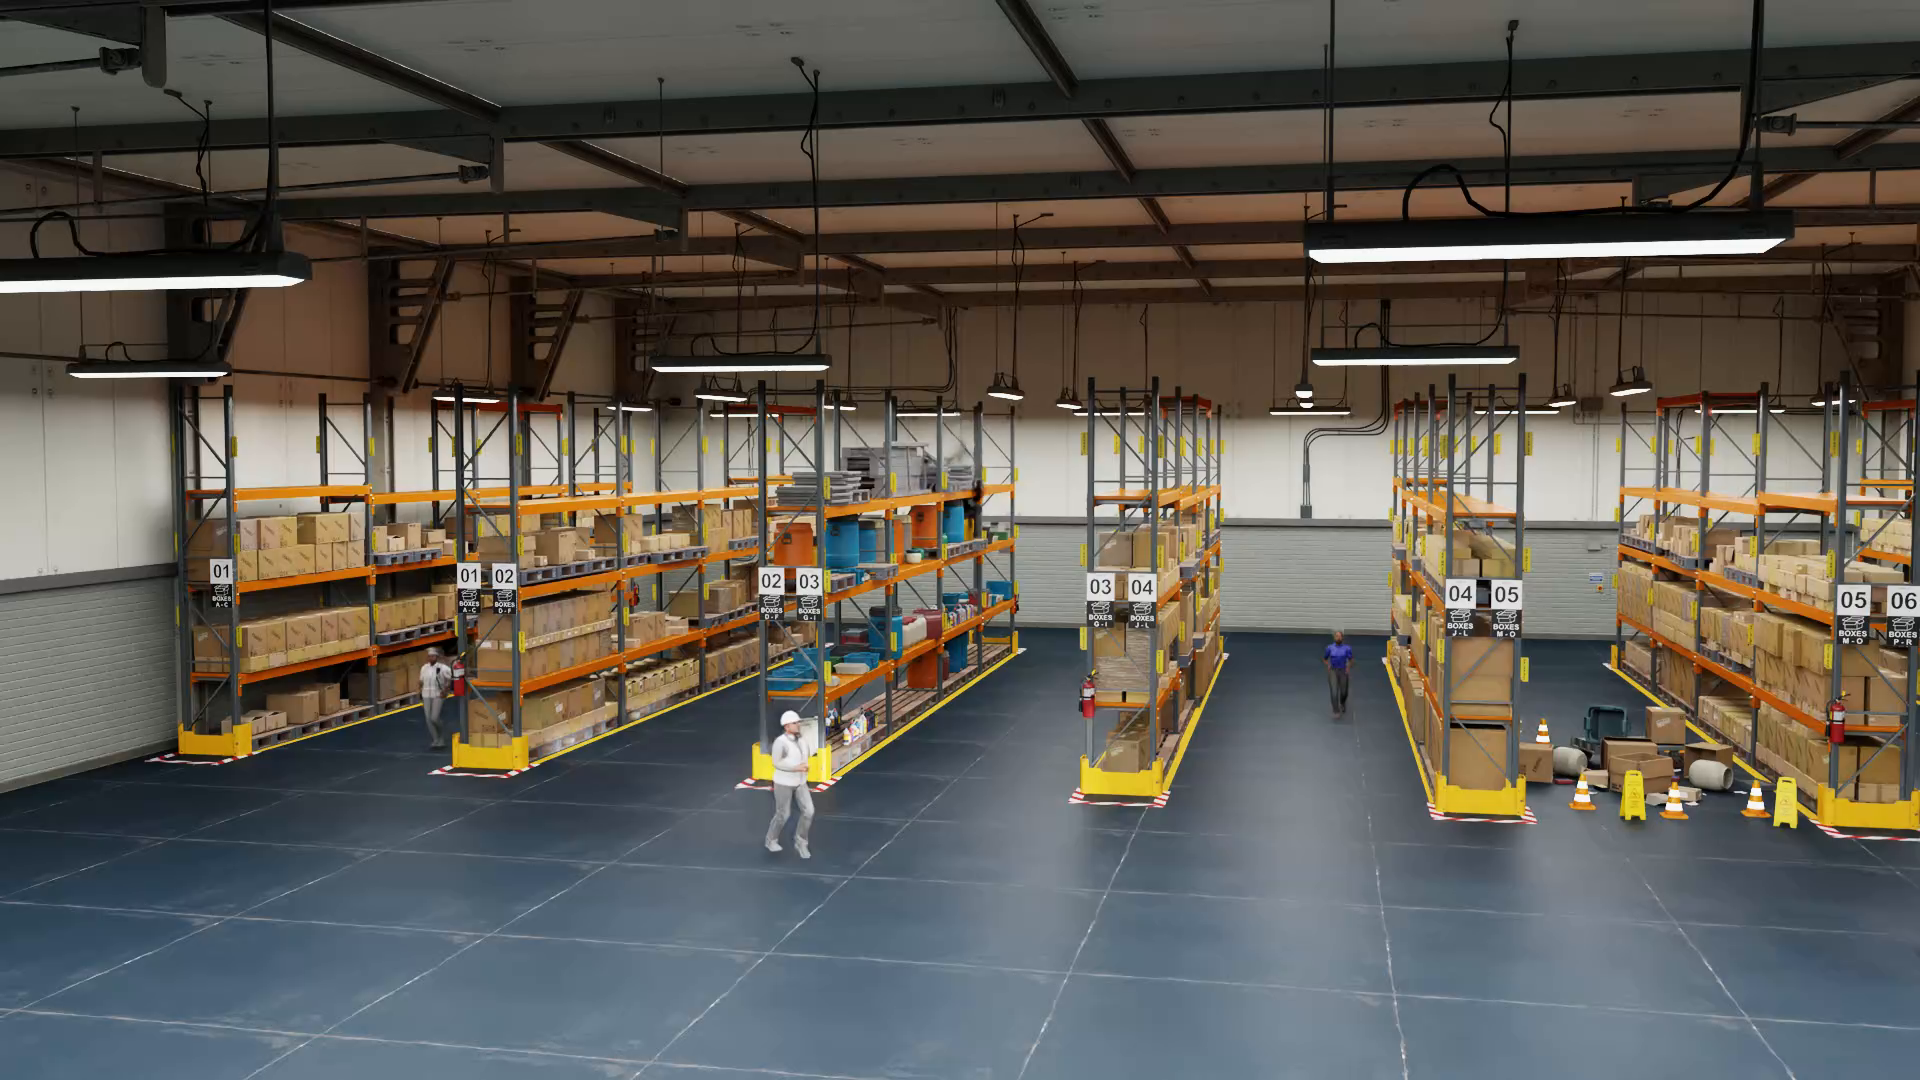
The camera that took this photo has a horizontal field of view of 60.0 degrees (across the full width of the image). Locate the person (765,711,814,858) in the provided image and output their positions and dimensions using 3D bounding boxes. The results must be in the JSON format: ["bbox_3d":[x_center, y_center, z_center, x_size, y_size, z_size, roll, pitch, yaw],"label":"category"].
[{"bbox_3d":[-2.052,2.908,20.282,0.748,1.664,0.670,3,4,38],"label":"person"}]

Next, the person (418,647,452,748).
[{"bbox_3d":[-8.734,2.623,27.552,0.561,1.676,0.599,0,3,8],"label":"person"}]

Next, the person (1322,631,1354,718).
[{"bbox_3d":[6.980,2.479,30.719,0.573,1.603,0.584,1,3,12],"label":"person"}]
